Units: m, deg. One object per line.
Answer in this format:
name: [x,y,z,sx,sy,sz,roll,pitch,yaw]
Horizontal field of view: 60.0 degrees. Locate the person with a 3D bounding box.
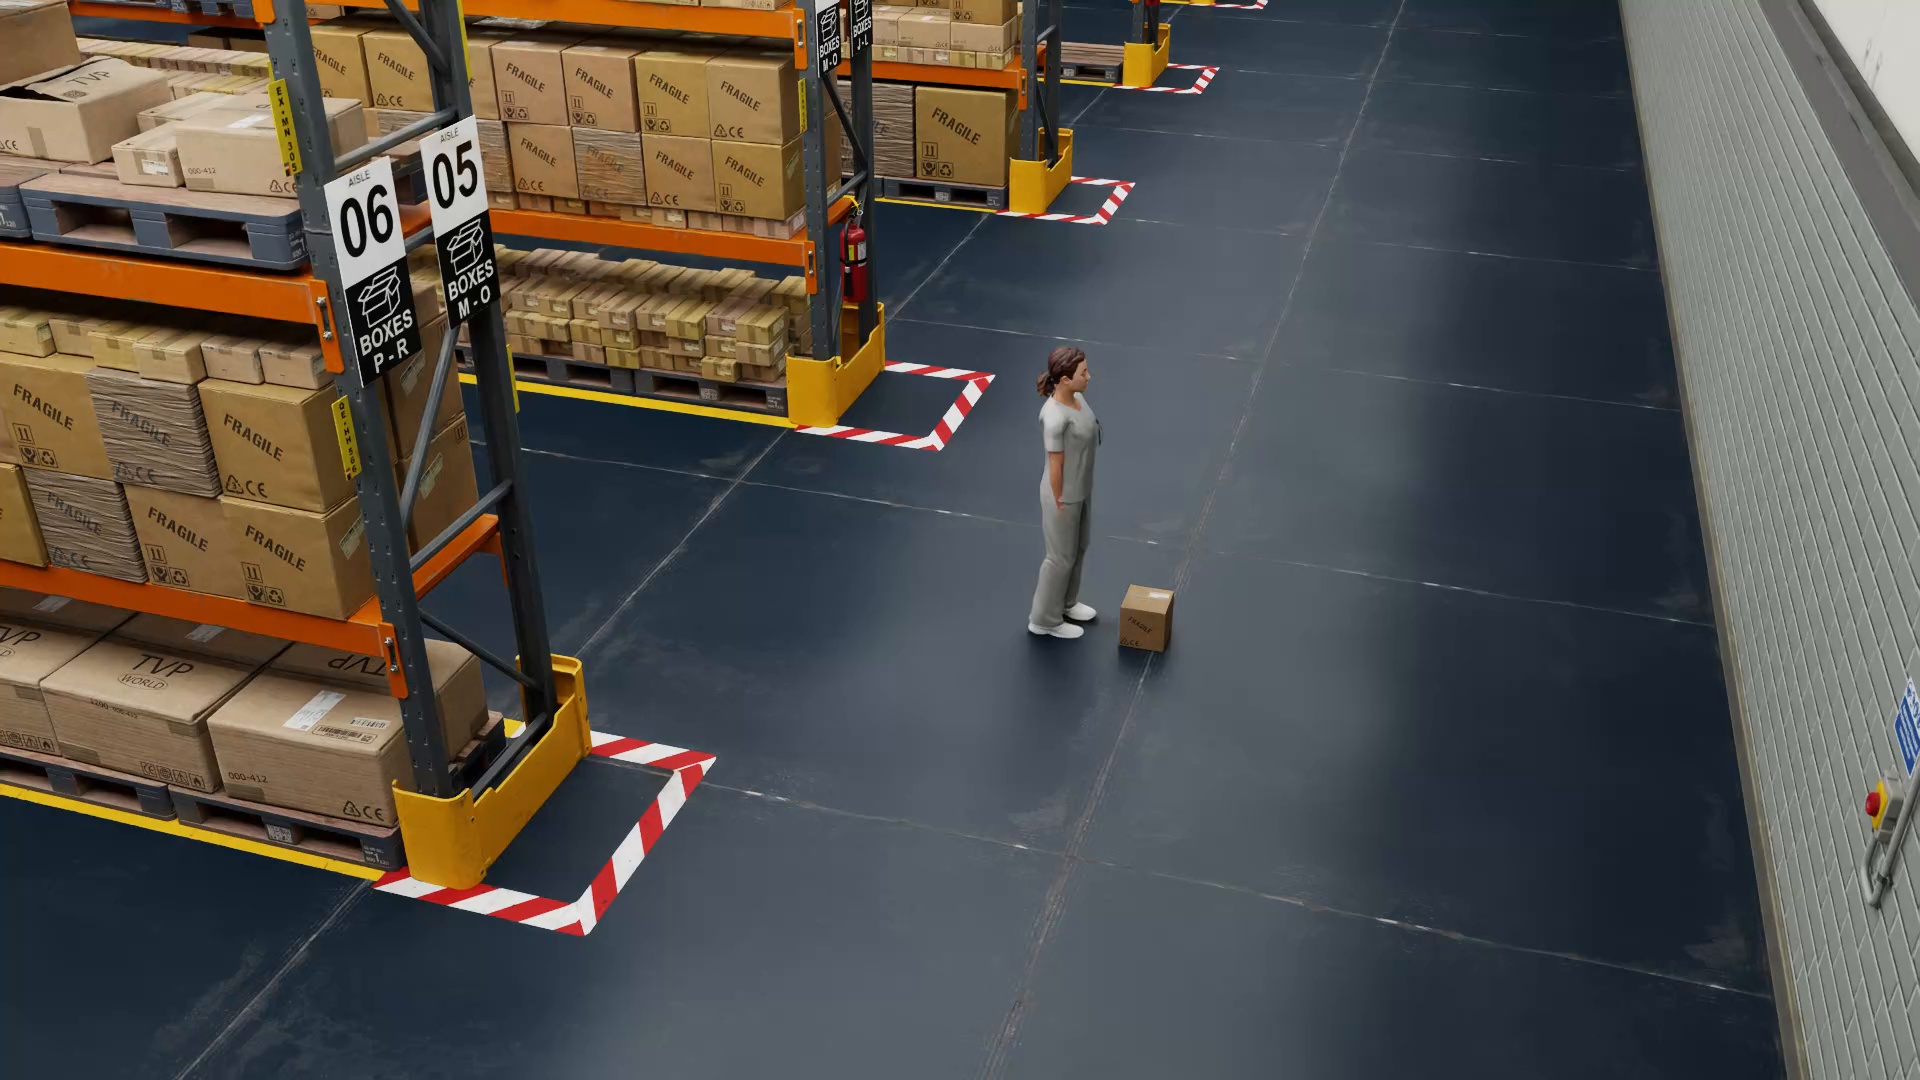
person: [0.568,-0.261,8.984,0.364,1.673,0.437,9,31,16]
